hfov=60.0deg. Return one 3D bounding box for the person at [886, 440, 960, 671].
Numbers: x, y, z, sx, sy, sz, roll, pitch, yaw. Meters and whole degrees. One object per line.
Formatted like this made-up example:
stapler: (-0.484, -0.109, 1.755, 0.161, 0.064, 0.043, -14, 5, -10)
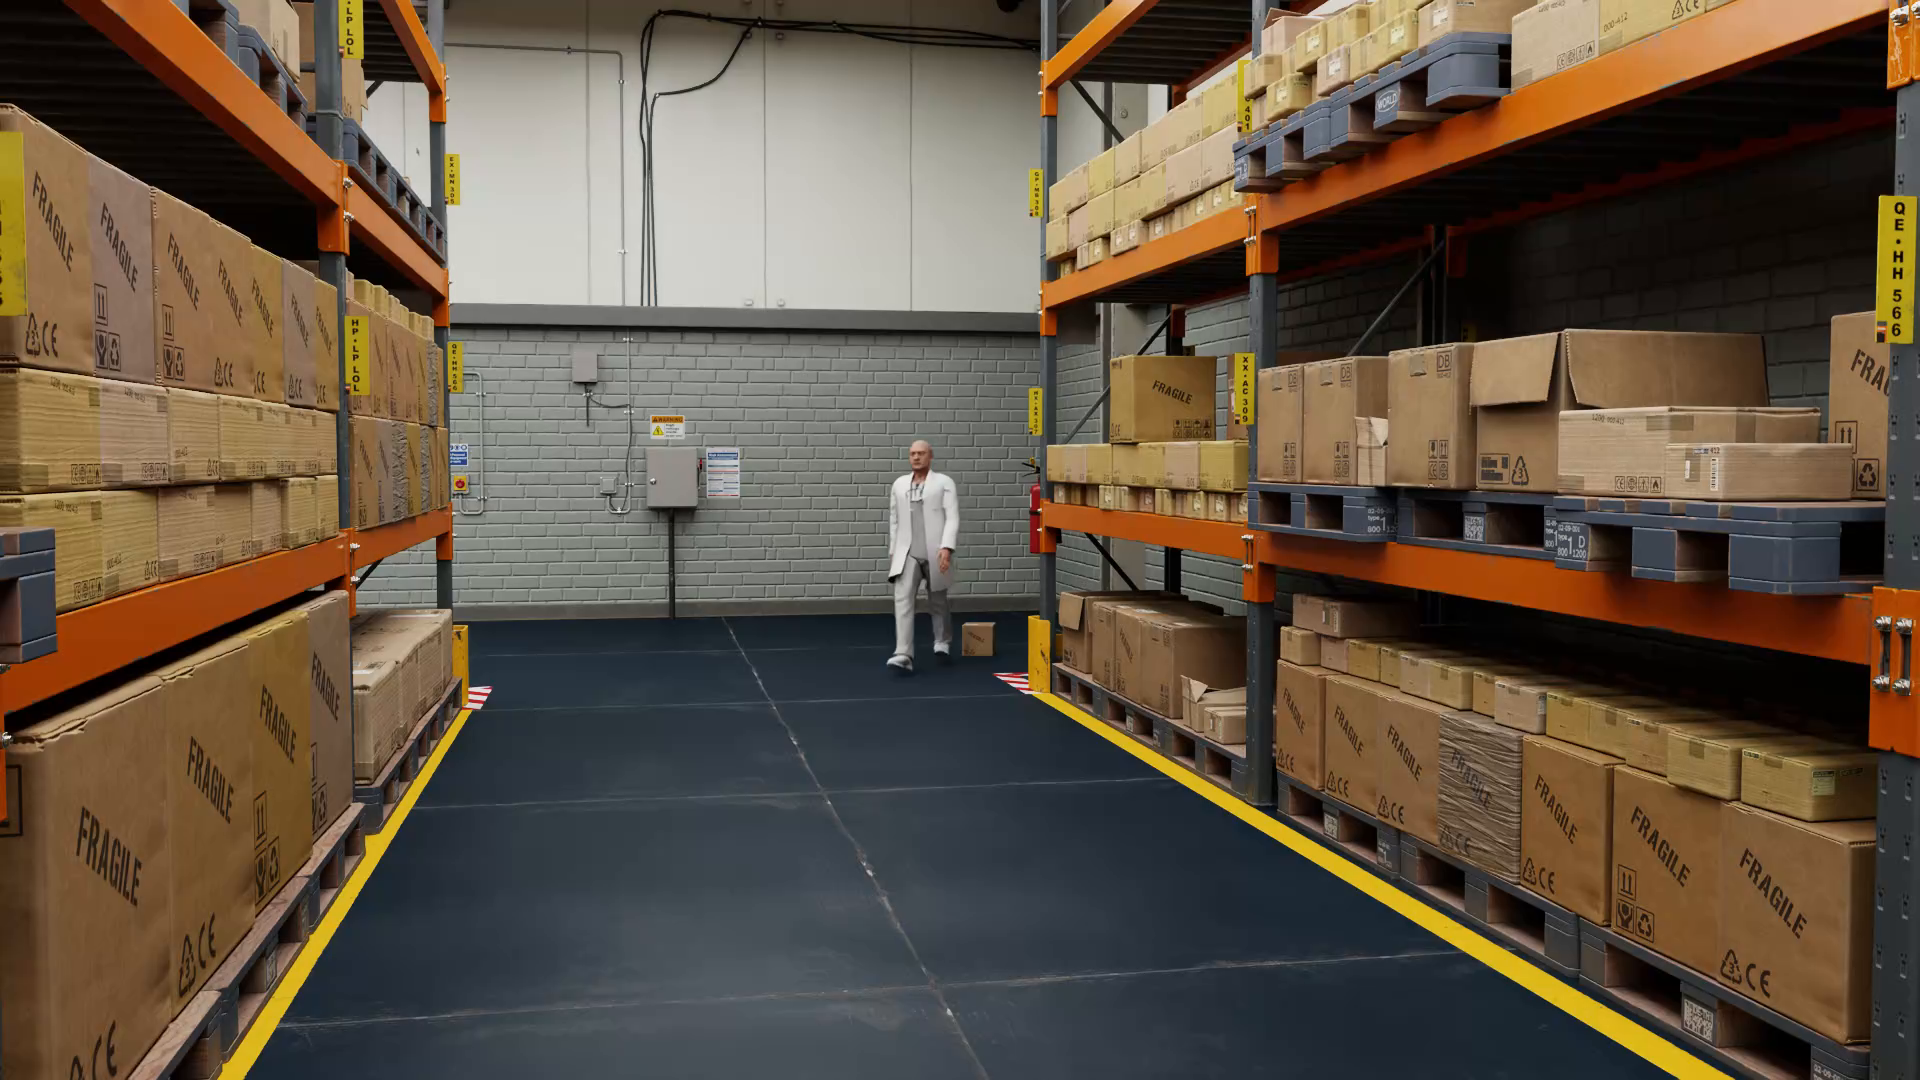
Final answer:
person: (-0.283, 0.107, 12.656, 0.586, 1.729, 1.171, 1, 3, 10)
